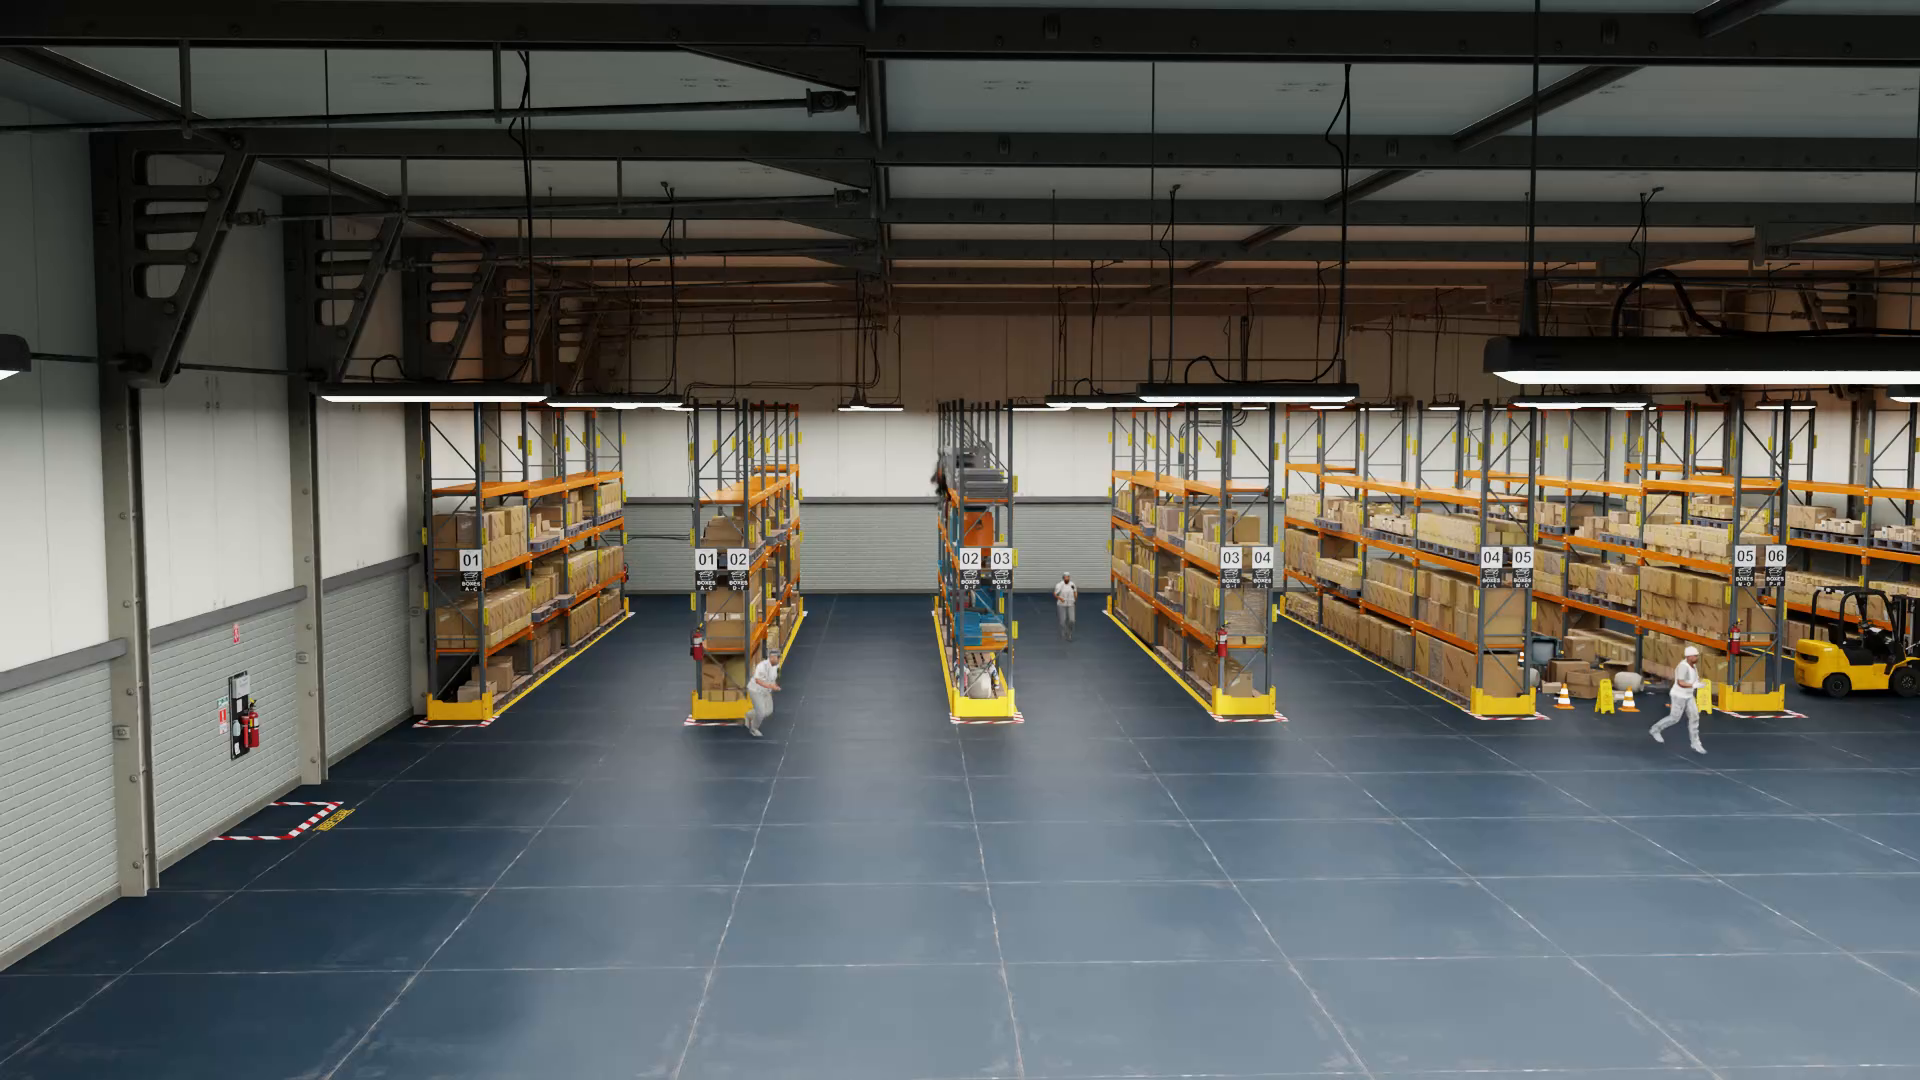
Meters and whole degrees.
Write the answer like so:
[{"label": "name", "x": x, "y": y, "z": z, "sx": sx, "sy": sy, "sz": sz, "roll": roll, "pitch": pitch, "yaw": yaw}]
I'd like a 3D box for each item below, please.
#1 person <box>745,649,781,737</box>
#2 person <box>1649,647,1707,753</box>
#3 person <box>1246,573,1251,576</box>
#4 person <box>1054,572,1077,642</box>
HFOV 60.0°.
[{"label": "person", "x": -3.471, "y": 2.702, "z": 29.557, "sx": 0.878, "sy": 1.599, "sz": 0.675, "roll": 3, "pitch": 5, "yaw": 32}, {"label": "person", "x": 12.263, "y": 2.703, "z": 28.341, "sx": 0.976, "sy": 1.811, "sz": 0.712, "roll": 4, "pitch": 6, "yaw": 43}, {"label": "person", "x": 7.964, "y": 1.282, "z": 47.301, "sx": 0.667, "sy": 1.731, "sz": 0.581, "roll": 0, "pitch": 4, "yaw": -4}, {"label": "person", "x": 2.550, "y": 1.613, "z": 39.846, "sx": 0.604, "sy": 1.699, "sz": 0.580, "roll": -1, "pitch": 4, "yaw": -7}]
